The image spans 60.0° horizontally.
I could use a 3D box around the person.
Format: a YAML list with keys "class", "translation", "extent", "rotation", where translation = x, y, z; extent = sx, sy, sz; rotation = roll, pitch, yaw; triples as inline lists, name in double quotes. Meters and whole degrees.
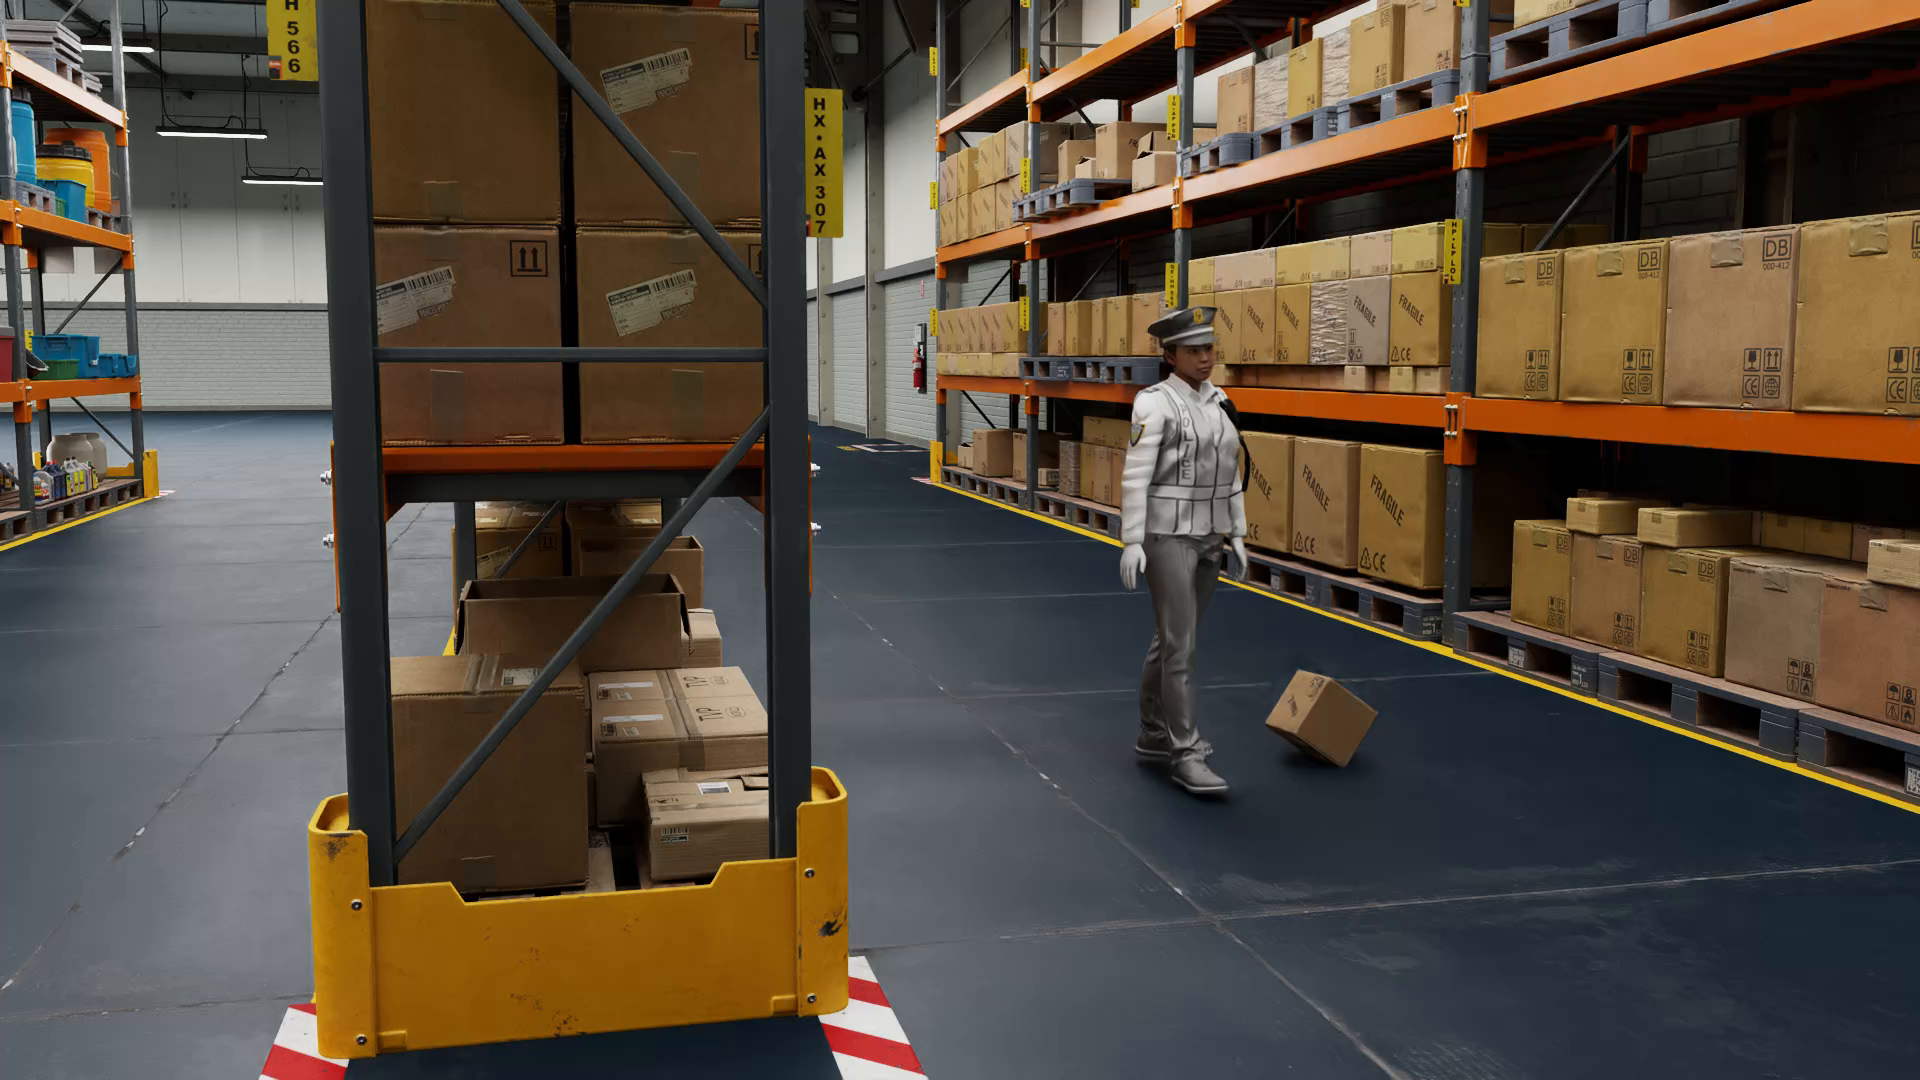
- class: "person"
  translation: [0.799, 0.017, 5.862]
  extent: [0.620, 1.657, 0.612]
  rotation: [-6, 9, -43]
